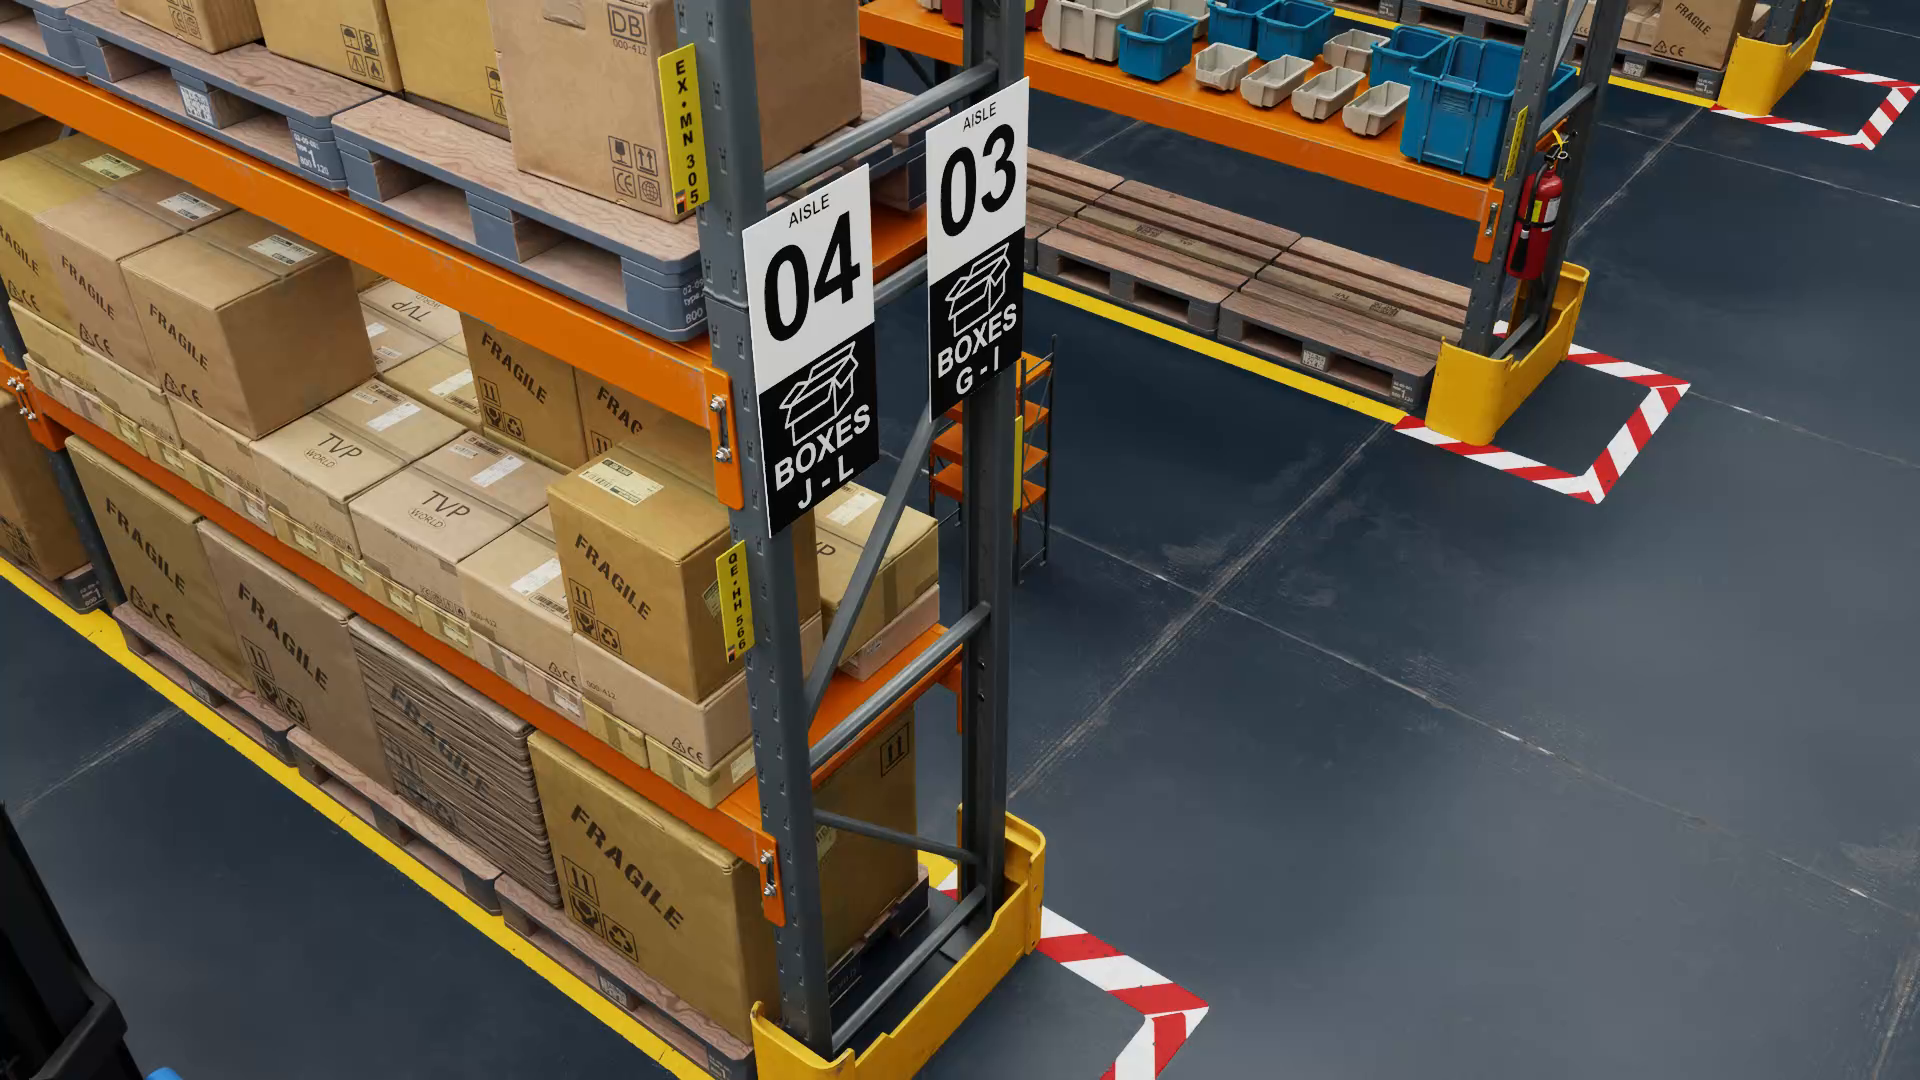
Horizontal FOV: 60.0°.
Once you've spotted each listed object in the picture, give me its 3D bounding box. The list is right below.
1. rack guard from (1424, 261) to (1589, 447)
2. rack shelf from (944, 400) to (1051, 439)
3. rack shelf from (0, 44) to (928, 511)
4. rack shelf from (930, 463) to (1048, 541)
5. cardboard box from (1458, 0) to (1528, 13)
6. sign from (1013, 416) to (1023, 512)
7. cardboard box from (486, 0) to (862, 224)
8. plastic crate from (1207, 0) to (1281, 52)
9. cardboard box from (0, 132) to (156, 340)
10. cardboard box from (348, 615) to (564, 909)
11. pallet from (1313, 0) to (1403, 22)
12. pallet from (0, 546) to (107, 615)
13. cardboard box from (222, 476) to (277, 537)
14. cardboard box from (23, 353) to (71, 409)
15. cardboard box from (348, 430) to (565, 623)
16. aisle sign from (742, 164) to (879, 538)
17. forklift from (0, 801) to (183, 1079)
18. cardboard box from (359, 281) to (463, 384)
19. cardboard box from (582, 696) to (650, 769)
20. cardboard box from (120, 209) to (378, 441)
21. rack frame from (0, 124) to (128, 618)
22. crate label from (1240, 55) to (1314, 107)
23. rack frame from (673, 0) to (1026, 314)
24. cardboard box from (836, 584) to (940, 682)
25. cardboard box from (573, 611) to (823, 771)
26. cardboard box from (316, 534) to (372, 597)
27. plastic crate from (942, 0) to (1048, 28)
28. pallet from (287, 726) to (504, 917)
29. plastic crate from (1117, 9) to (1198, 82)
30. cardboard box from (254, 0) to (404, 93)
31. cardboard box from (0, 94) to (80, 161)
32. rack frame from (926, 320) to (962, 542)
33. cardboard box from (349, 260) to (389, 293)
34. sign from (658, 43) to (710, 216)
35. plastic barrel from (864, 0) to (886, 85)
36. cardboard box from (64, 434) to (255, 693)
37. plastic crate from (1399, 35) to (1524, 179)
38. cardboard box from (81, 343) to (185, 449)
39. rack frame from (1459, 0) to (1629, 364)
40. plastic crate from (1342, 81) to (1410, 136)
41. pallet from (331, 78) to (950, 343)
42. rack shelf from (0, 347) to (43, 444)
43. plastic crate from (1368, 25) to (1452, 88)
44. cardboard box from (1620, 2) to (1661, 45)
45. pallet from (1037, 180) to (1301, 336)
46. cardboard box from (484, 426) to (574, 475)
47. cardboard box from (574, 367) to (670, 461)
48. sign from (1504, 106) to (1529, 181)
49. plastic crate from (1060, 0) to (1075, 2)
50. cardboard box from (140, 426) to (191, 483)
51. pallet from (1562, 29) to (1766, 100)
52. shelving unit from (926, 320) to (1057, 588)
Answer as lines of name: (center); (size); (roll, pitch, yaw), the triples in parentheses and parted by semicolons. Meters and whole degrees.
rack guard: (2.841, -1.000, 8.622); (0.348, 0.500, 1.175); (25, 45, 29)
rack shelf: (0.131, -0.534, 7.205); (0.480, 0.148, 0.258); (25, 45, 29)
rack shelf: (-1.784, -1.209, 5.011); (4.000, 0.370, 1.077); (25, 45, 29)
rack shelf: (0.131, -0.201, 7.465); (0.480, 0.148, 0.258); (25, 45, 29)
cardboard box: (4.145, -4.398, 12.603); (0.637, 0.503, 0.797); (25, 45, 29)
sign: (0.147, -0.203, 4.810); (0.005, 0.325, 0.100); (25, 45, 29)
cardboard box: (-0.641, -1.155, 3.857); (0.500, 0.500, 0.700); (23, 43, 26)
plastic crate: (1.534, -2.804, 8.985); (0.300, 0.233, 0.416); (25, 45, 29)
cardboard box: (-3.147, -1.109, 6.005); (0.500, 0.500, 0.500); (25, 45, 29)
cardboard box: (-1.475, 0.568, 5.974); (0.875, 0.875, 0.875); (25, 45, 29)
pallet: (3.194, -4.553, 13.395); (1.213, 0.211, 1.003); (25, 45, 29)
pallet: (-4.031, -0.214, 7.852); (1.213, 0.211, 1.003); (25, 45, 29)
cardboard box: (-2.309, -0.202, 5.779); (0.250, 0.149, 0.380); (26, 45, 29)
cardboard box: (-3.339, -0.687, 6.398); (0.250, 0.149, 0.380); (25, 45, 29)
cardboard box: (-1.548, -0.052, 5.264); (0.500, 0.250, 0.500); (24, 44, 27)
aisle sign: (-0.320, -0.412, 3.734); (0.004, 0.787, 0.394); (25, 45, 29)
forklift: (-2.923, 1.026, 4.062); (3.031, 2.935, 1.130); (24, 44, 28)
cardboard box: (-2.044, -0.697, 6.088); (0.500, 0.250, 0.500); (26, 45, 29)
cardboard box: (-0.885, 0.468, 4.922); (0.250, 0.149, 0.380); (26, 45, 29)
cardboard box: (-2.344, -0.728, 5.519); (0.500, 0.500, 0.500); (24, 44, 27)
rack frame: (-3.372, -1.060, 6.671); (0.127, 3.000, 1.000); (25, 45, 29)
crate label: (1.599, -2.332, 8.460); (0.243, 0.136, 0.396); (25, 45, 29)
rack frame: (-0.195, -1.924, 2.908); (0.127, 3.000, 1.000); (25, 45, 29)
cardboard box: (-0.276, 0.243, 5.211); (0.250, 0.149, 0.380); (26, 45, 29)
cardboard box: (-0.741, 0.329, 4.778); (0.500, 0.250, 0.500); (25, 44, 28)
cardboard box: (-1.892, -0.008, 5.530); (0.250, 0.149, 0.380); (26, 45, 29)
plastic crate: (0.194, -3.077, 9.146); (0.583, 0.464, 0.402); (25, 45, 29)
pallet: (-1.842, 0.818, 6.534); (1.213, 0.211, 1.003); (25, 45, 29)
plastic crate: (1.027, -2.588, 8.710); (0.300, 0.233, 0.416); (25, 45, 29)
cardboard box: (-1.454, -1.595, 4.418); (0.500, 0.500, 0.700); (22, 43, 26)
cardboard box: (-3.884, -1.729, 6.631); (0.637, 0.503, 0.797); (24, 44, 27)
rack frame: (-0.062, -0.502, 7.418); (0.015, 1.200, 0.240); (25, 45, 29)
cardboard box: (-2.449, -1.182, 6.099); (0.500, 0.500, 0.500); (26, 45, 29)
sign: (-0.536, -0.800, 3.251); (0.005, 0.325, 0.100); (25, 45, 29)
plastic barrel: (-0.785, -3.036, 10.557); (0.708, 0.901, 0.600); (25, 45, 29)
cardboard box: (-2.897, -0.102, 6.830); (0.875, 0.875, 0.875); (25, 45, 29)
plastic crate: (2.435, -2.059, 7.869); (0.499, 0.435, 0.616); (25, 45, 29)
cardboard box: (-2.766, -0.625, 5.995); (0.500, 0.250, 0.500); (25, 44, 28)
rack frame: (2.814, -1.987, 7.855); (0.127, 3.000, 1.000); (25, 45, 29)
plastic crate: (2.056, -2.124, 8.194); (0.243, 0.136, 0.396); (25, 45, 29)
pallet: (-0.791, -0.981, 4.208); (1.213, 0.211, 1.003); (25, 45, 29)
rack shelf: (-4.961, -1.526, 7.849); (4.000, 0.370, 1.077); (25, 45, 29)
plastic crate: (2.295, -2.445, 8.527); (0.300, 0.233, 0.416); (25, 45, 29)
cardboard box: (4.978, -3.748, 12.045); (0.250, 0.166, 0.380); (25, 45, 29)
pallet: (1.218, -1.674, 9.717); (1.213, 0.211, 1.003); (25, 45, 29)
cardboard box: (-1.226, -0.313, 5.597); (0.500, 0.250, 0.500); (24, 44, 27)
cardboard box: (-0.809, -0.414, 5.118); (0.500, 0.500, 0.500); (24, 44, 28)
sign: (2.493, -1.776, 7.453); (0.005, 0.325, 0.100); (25, 45, 29)
plastic crate: (0.689, -3.113, 9.467); (0.590, 0.125, 0.437); (25, 45, 29)
cardboard box: (-2.711, -0.393, 6.022); (0.250, 0.149, 0.380); (24, 44, 27)
pallet: (5.132, -3.640, 12.228); (1.213, 0.211, 1.003); (25, 45, 29)
shelving unit: (0.131, -0.410, 7.301); (0.503, 1.200, 0.258); (25, 45, 29)
